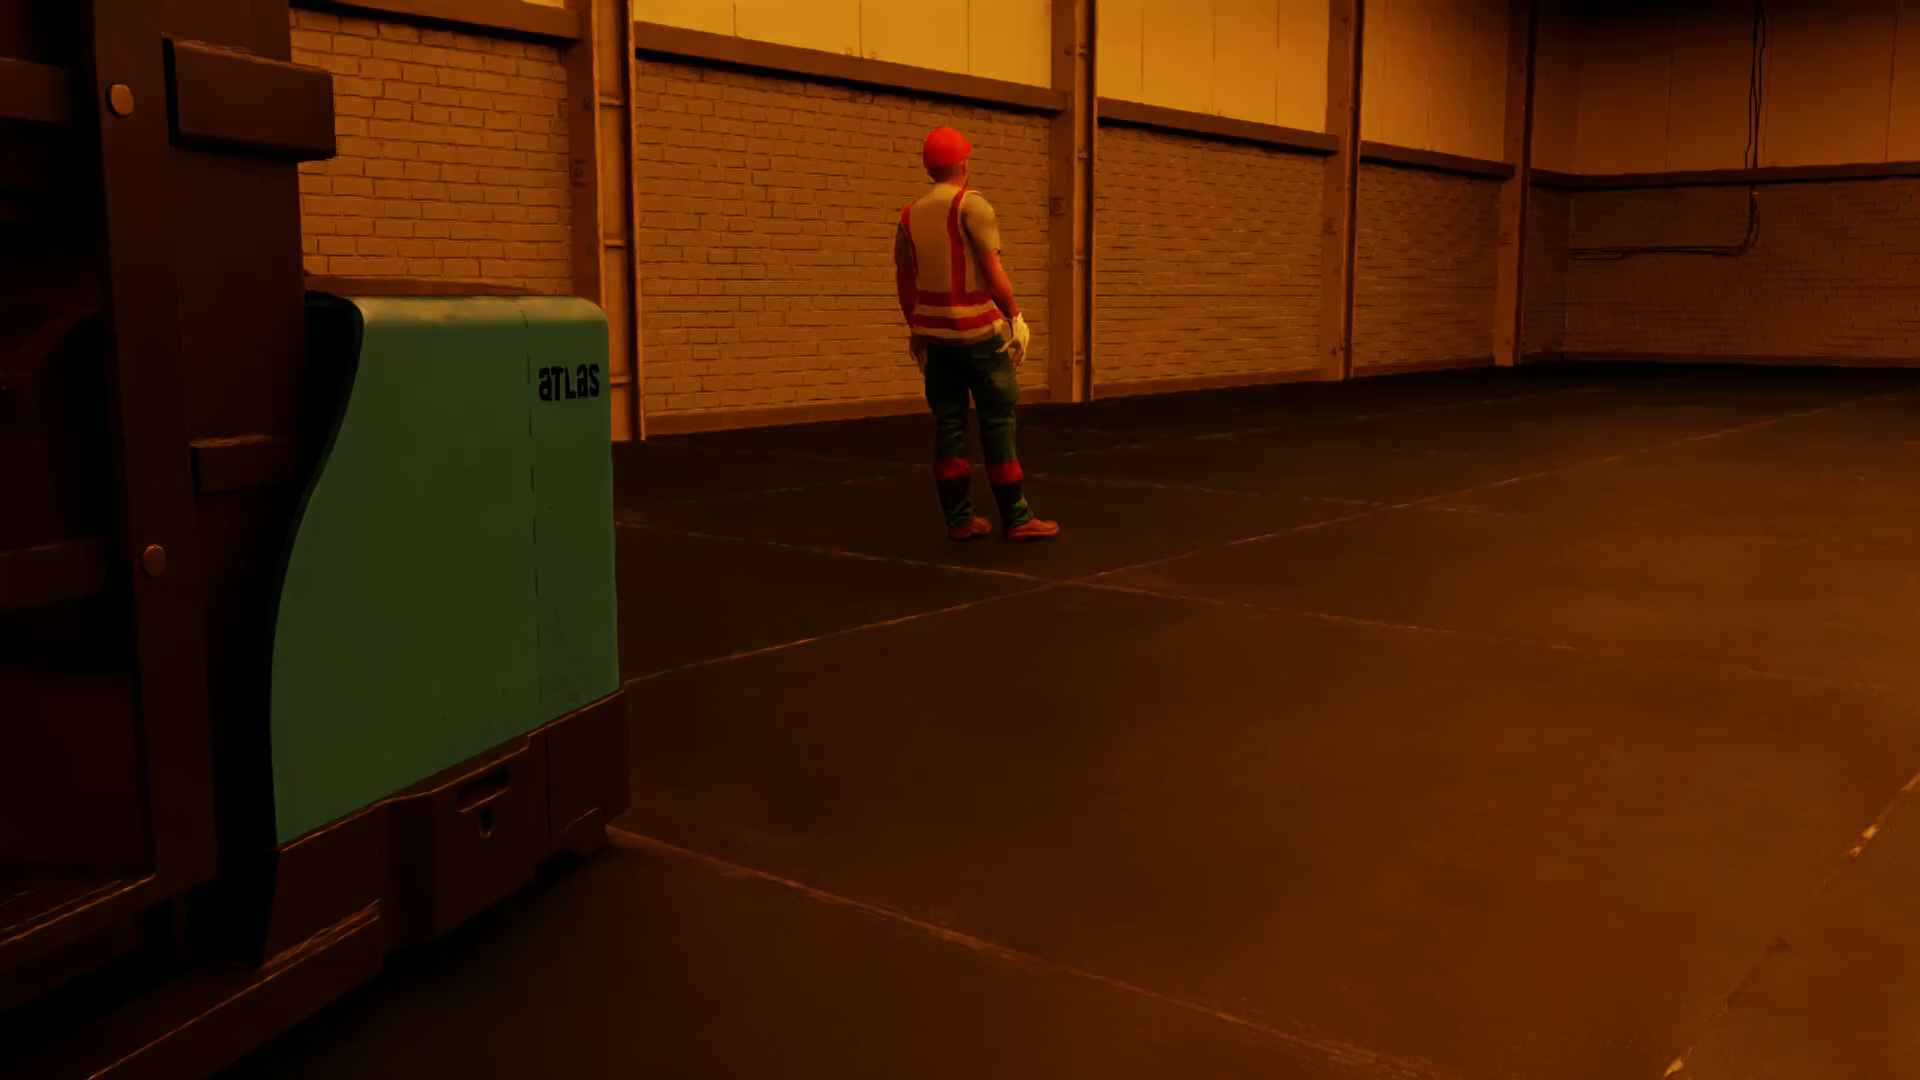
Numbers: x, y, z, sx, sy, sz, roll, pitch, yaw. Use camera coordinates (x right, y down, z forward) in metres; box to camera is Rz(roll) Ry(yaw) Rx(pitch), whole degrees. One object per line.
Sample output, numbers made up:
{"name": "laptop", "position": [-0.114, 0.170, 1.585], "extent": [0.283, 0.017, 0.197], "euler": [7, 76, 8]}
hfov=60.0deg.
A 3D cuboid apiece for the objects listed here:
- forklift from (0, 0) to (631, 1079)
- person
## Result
{"name": "forklift", "position": [-1.579, -0.673, 1.882], "extent": [1.130, 2.935, 3.031], "euler": [3, 9, 17]}
{"name": "person", "position": [0.059, -0.900, 7.329], "extent": [0.637, 1.787, 0.563], "euler": [7, 11, 38]}
